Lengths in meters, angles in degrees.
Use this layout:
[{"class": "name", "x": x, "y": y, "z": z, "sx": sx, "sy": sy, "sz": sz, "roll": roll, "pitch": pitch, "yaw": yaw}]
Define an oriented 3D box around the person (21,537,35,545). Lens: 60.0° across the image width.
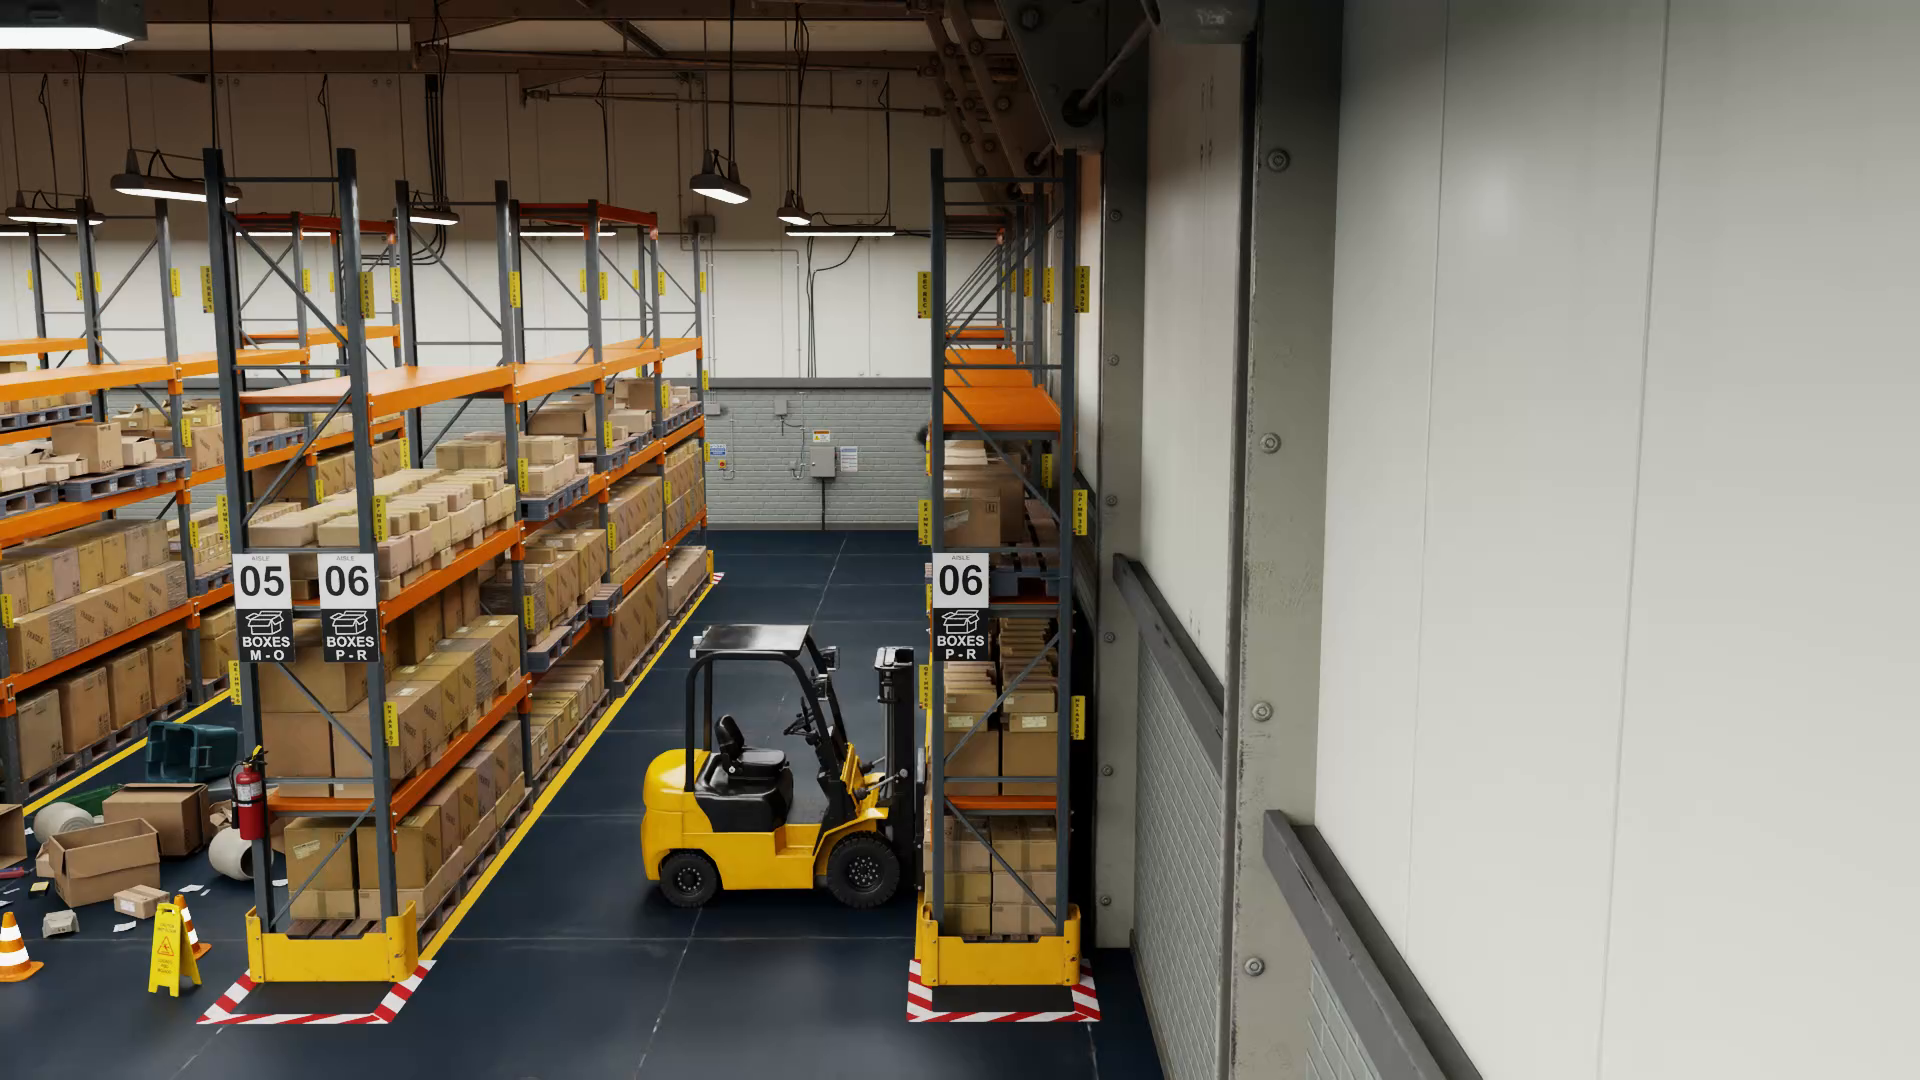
[{"class": "person", "x": -12.766, "y": 0.742, "z": 22.982, "sx": 0.556, "sy": 1.573, "sz": 0.803, "roll": -1, "pitch": 9, "yaw": -4}]
